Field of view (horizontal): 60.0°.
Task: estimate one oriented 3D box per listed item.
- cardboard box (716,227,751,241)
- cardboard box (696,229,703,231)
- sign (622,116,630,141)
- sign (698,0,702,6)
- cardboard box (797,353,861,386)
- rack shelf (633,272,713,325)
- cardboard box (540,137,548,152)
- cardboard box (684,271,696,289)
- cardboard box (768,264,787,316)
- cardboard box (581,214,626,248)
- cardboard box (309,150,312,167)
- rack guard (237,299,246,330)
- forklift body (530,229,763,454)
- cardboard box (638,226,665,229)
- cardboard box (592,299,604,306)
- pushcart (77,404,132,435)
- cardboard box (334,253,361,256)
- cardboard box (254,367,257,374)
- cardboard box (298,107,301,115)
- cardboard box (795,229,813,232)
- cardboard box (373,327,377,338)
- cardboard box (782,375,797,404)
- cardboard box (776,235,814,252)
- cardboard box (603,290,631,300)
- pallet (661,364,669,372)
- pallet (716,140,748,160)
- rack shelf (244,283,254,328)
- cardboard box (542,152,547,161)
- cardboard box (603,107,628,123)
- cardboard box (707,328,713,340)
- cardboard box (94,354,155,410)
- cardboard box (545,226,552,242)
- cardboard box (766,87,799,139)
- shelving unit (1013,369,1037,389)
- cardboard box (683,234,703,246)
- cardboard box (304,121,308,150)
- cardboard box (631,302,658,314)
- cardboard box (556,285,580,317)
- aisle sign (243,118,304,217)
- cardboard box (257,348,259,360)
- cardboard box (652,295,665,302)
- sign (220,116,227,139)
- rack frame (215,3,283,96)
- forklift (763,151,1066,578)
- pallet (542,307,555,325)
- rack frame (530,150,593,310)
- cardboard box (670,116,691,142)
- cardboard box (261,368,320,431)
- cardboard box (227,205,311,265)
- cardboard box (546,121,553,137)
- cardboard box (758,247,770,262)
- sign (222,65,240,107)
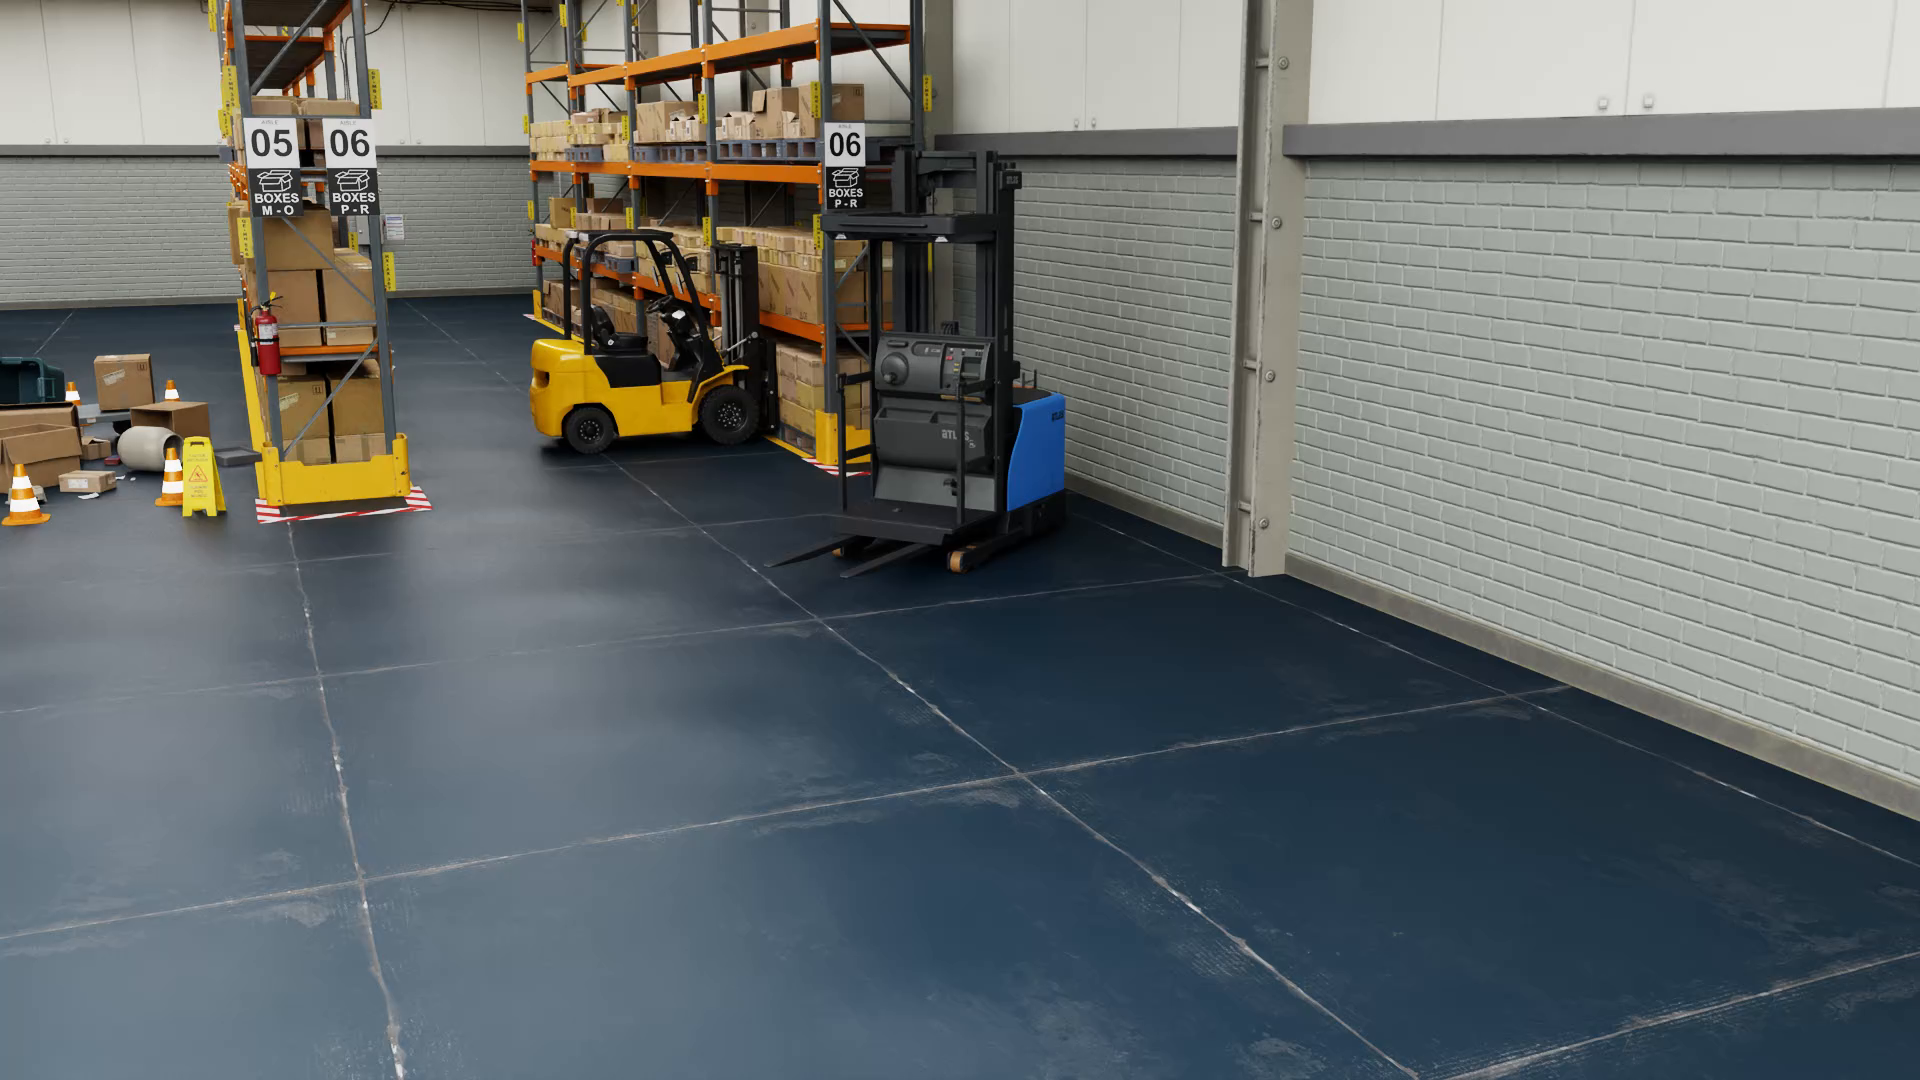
[{"bbox_3d":[-2.575,-3.511,19.069,0.380,0.149,0.250,-5,14,-22],"label":"cardboard box"},{"bbox_3d":[-3.267,-4.028,21.961,0.380,0.149,0.250,-6,14,-23],"label":"cardboard box"},{"bbox_3d":[-4.531,-5.585,22.551,0.100,0.325,0.005,-6,14,-23],"label":"sign"},{"bbox_3d":[-3.526,-7.427,22.578,0.100,0.325,0.005,-6,14,-23],"label":"sign"},{"bbox_3d":[-1.299,-1.687,16.456,0.500,0.250,0.500,-5,14,-21],"label":"cardboard box"},{"bbox_3d":[-3.232,-3.157,21.453,1.077,0.370,4.000,-6,14,-23],"label":"rack shelf"},{"bbox_3d":[-6.895,-6.780,28.534,0.500,0.250,0.500,-6,14,-25],"label":"cardboard box"},{"bbox_3d":[-3.079,-3.205,20.398,0.500,0.250,0.500,-6,14,-23],"label":"cardboard box"},{"bbox_3d":[-1.671,-2.608,17.266,0.500,0.500,0.500,-6,14,-24],"label":"cardboard box"},{"bbox_3d":[-5.439,-4.773,25.688,0.700,0.500,0.500,-5,14,-22],"label":"cardboard box"},{"bbox_3d":[-5.594,-3.409,14.850,0.380,0.149,0.250,-6,14,-23],"label":"cardboard box"},{"bbox_3d":[-11.794,-3.912,28.662,1.175,0.500,0.348,-6,14,-23],"label":"rack guard"},{"bbox_3d":[-3.260,-2.081,17.093,2.313,2.155,1.214,-6,14,-23],"label":"forklift body"},{"bbox_3d":[-4.176,-4.193,22.674,0.380,0.149,0.250,-5,14,-21],"label":"cardboard box"},{"bbox_3d":[-5.426,-3.504,25.972,0.500,0.500,0.500,-6,14,-24],"label":"cardboard box"},{"bbox_3d":[-9.047,-1.151,17.008,1.648,0.377,0.936,-12,18,-42],"label":"pushcart"},{"bbox_3d":[-6.147,-2.557,16.384,0.500,0.500,0.500,-5,14,-21],"label":"cardboard box"},{"bbox_3d":[-8.363,-2.278,20.958,0.950,0.372,0.625,-7,15,-27],"label":"cardboard box"},{"bbox_3d":[-6.219,-4.113,16.125,0.380,0.149,0.250,-6,14,-24],"label":"cardboard box"},{"bbox_3d":[-1.602,-3.355,18.392,0.380,0.149,0.250,-6,14,-24],"label":"cardboard box"},{"bbox_3d":[-5.468,-1.898,14.976,0.380,0.149,0.250,-6,14,-25],"label":"cardboard box"},{"bbox_3d":[-1.501,-1.553,16.987,0.500,0.250,0.500,-6,14,-24],"label":"cardboard box"},{"bbox_3d":[-1.660,-3.034,17.007,0.380,0.149,0.250,-5,14,-22],"label":"cardboard box"},{"bbox_3d":[-5.318,-3.794,25.784,0.380,0.149,0.250,-6,14,-24],"label":"cardboard box"},{"bbox_3d":[-3.255,-2.137,21.634,1.003,0.211,1.213,-6,14,-23],"label":"pallet"},{"bbox_3d":[-2.066,-4.339,18.507,1.003,0.211,1.213,-6,14,-23],"label":"pallet"},{"bbox_3d":[-7.779,-2.708,19.513,1.077,0.370,4.000,-6,14,-23],"label":"rack shelf"},{"bbox_3d":[-6.990,-6.605,28.661,0.380,0.149,0.250,-6,14,-23],"label":"cardboard box"},{"bbox_3d":[-5.314,-6.577,25.810,0.396,0.266,0.258,-6,14,-23],"label":"cardboard box"},{"bbox_3d":[-2.650,-2.249,20.269,0.875,0.625,0.625,-5,14,-20],"label":"cardboard box"},{"bbox_3d":[-8.597,-1.629,17.122,0.500,0.500,0.500,-6,14,-23],"label":"cardboard box"},{"bbox_3d":[-6.895,-5.319,28.871,0.500,0.250,0.500,-6,14,-24],"label":"cardboard box"},{"bbox_3d":[-1.548,-4.321,16.861,0.700,0.500,0.500,-6,14,-23],"label":"cardboard box"},{"bbox_3d":[0.348,-0.807,13.696,0.503,1.200,0.258,7,15,27],"label":"shelving unit"},{"bbox_3d":[-3.215,-3.719,20.624,0.380,0.149,0.250,-6,14,-24],"label":"cardboard box"},{"bbox_3d":[-5.526,-3.585,14.727,0.500,0.250,0.500,-6,14,-24],"label":"cardboard box"},{"bbox_3d":[-4.463,-3.303,23.661,0.380,0.149,0.250,-6,14,-26],"label":"cardboard box"},{"bbox_3d":[-6.653,-4.127,28.661,0.500,0.500,0.500,-5,14,-22],"label":"cardboard box"},{"bbox_3d":[-5.616,-3.046,13.614,0.394,0.787,0.004,-6,14,-23],"label":"aisle sign"},{"bbox_3d":[-6.675,-1.853,16.287,0.380,0.149,0.250,-5,14,-20],"label":"cardboard box"},{"bbox_3d":[-4.384,-3.575,24.838,0.380,0.149,0.250,-6,14,-24],"label":"cardboard box"},{"bbox_3d":[-10.690,-5.999,24.164,0.100,0.325,0.005,-6,14,-23],"label":"sign"},{"bbox_3d":[-11.785,-8.047,27.682,1.000,3.000,0.127,-6,14,-23],"label":"rack frame"},{"bbox_3d":[-0.302,-1.303,12.000,1.130,2.935,3.031,7,15,28],"label":"forklift"},{"bbox_3d":[-6.887,-4.034,29.834,1.003,0.211,1.213,-6,14,-23],"label":"pallet"},{"bbox_3d":[-7.238,-5.573,30.299,1.000,3.000,0.127,-6,14,-23],"label":"rack frame"},{"bbox_3d":[-3.252,-5.052,20.436,0.500,0.311,0.500,-6,14,-25],"label":"cardboard box"},{"bbox_3d":[-6.147,-1.299,15.332,0.500,0.500,0.500,-5,14,-21],"label":"cardboard box"},{"bbox_3d":[-6.274,-2.787,15.159,0.700,0.500,0.500,-6,14,-24],"label":"cardboard box"},{"bbox_3d":[-6.677,-6.922,28.038,0.500,0.250,0.500,-5,14,-21],"label":"cardboard box"},{"bbox_3d":[-1.943,-3.048,17.727,0.380,0.149,0.250,-6,14,-24],"label":"cardboard box"},{"bbox_3d":[-5.892,-3.666,13.439,0.100,0.325,0.005,-6,14,-23],"label":"sign"}]
